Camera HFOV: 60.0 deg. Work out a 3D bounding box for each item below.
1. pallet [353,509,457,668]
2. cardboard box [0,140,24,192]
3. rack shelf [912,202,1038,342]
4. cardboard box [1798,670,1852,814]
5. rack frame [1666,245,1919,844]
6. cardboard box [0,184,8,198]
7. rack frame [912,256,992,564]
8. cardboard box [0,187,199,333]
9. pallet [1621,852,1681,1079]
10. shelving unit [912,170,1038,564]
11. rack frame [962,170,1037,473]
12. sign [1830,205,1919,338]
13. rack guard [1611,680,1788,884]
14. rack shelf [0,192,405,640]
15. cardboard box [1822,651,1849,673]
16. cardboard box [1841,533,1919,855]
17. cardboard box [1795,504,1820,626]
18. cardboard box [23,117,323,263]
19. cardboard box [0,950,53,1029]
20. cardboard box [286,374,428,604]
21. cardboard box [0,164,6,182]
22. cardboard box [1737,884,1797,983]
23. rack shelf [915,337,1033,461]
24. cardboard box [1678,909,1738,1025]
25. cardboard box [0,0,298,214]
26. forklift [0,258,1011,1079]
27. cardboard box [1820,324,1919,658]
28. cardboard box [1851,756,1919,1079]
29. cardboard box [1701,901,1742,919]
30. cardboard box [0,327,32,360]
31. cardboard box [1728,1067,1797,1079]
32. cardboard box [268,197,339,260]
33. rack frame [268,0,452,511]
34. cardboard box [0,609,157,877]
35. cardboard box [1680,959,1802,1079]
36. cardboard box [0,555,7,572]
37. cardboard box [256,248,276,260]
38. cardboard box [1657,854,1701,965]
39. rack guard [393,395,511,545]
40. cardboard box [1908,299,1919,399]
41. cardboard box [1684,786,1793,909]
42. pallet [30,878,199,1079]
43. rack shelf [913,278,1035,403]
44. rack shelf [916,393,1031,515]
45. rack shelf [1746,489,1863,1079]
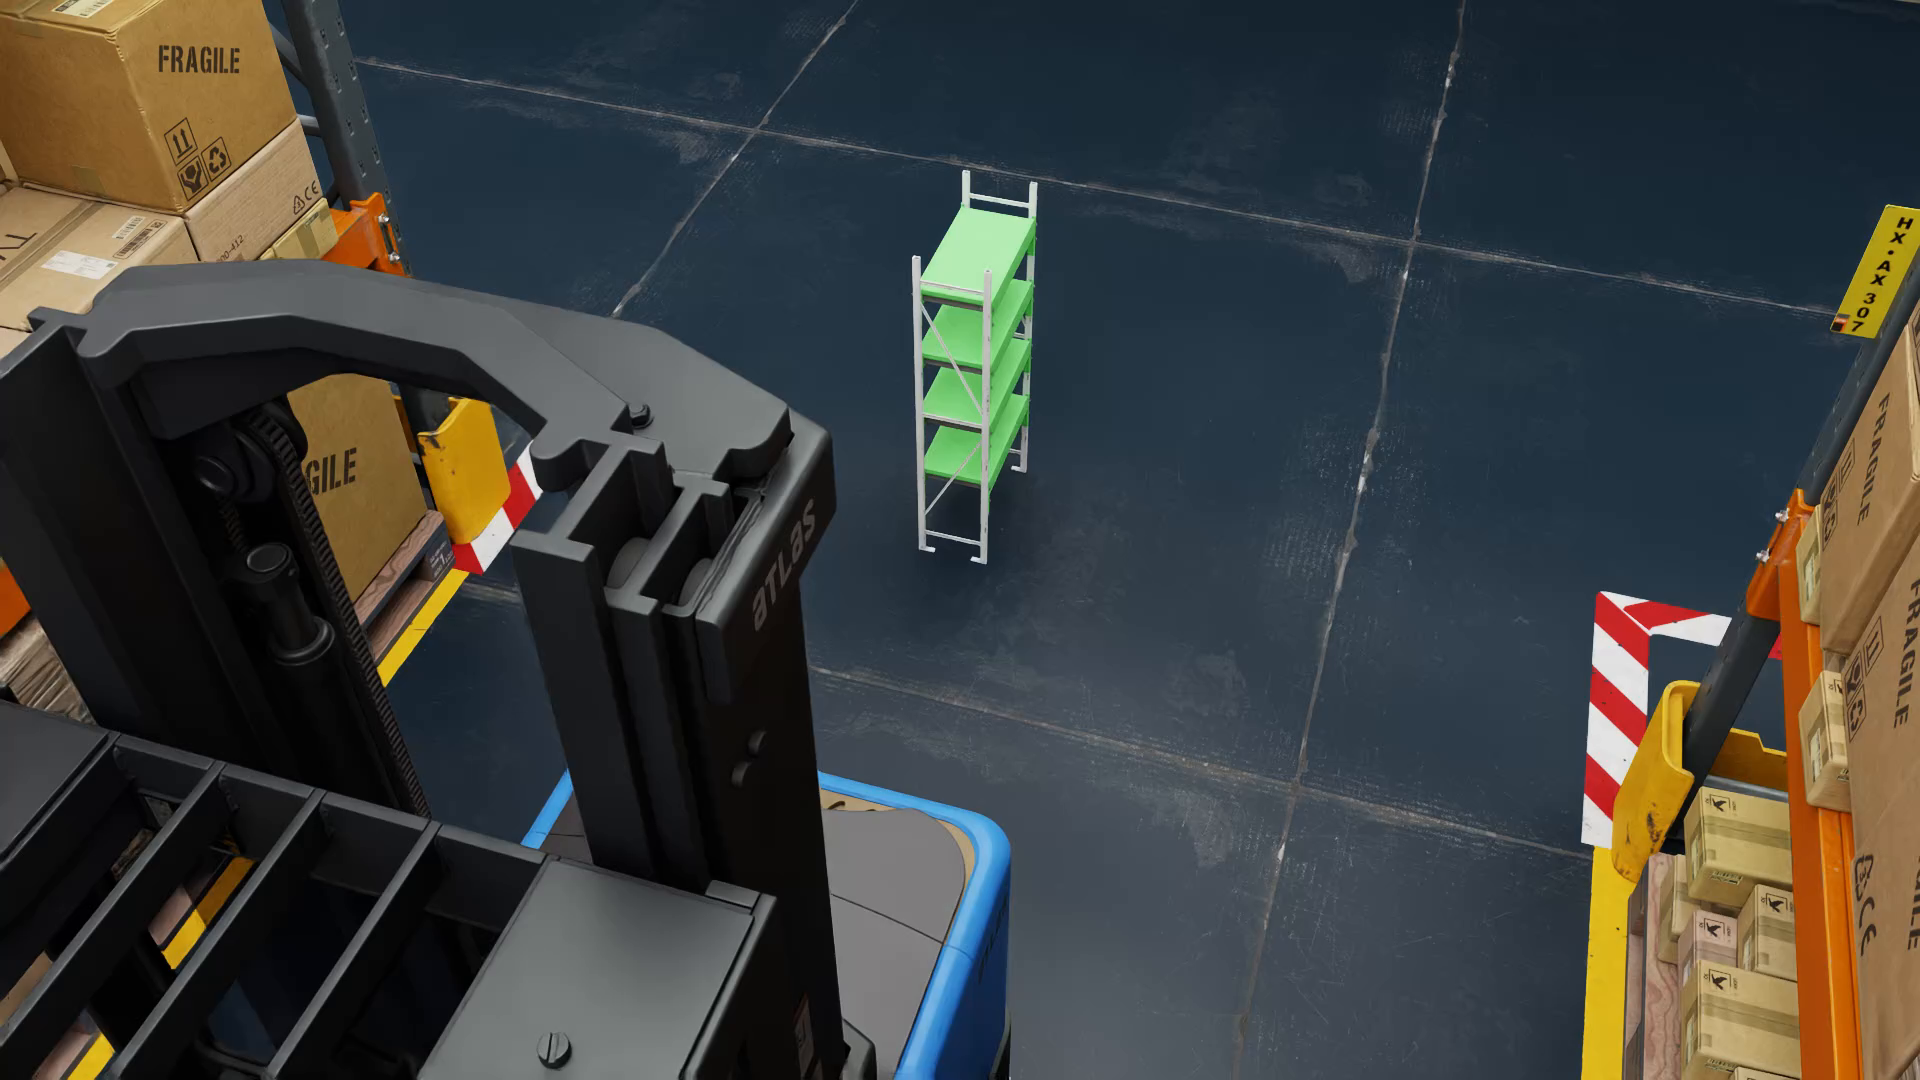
[{"bbox_3d":[-2.367,0.281,5.312,1.003,0.211,1.213,13,46,13],"label":"pallet"},{"bbox_3d":[-2.602,-1.055,4.578,0.500,0.250,0.500,11,46,11],"label":"cardboard box"},{"bbox_3d":[0.050,-0.837,5.152,0.258,0.148,0.480,13,46,12],"label":"rack shelf"},{"bbox_3d":[1.917,0.435,3.340,0.380,0.149,0.250,11,46,11],"label":"cardboard box"},{"bbox_3d":[2.497,-0.148,3.756,1.000,3.000,0.127,13,46,13],"label":"rack frame"},{"bbox_3d":[-2.753,-0.708,4.223,0.500,0.250,0.500,12,46,12],"label":"cardboard box"},{"bbox_3d":[-0.024,-0.377,5.277,0.240,1.200,0.015,13,46,12],"label":"rack frame"},{"bbox_3d":[-2.247,-0.601,4.114,0.500,0.250,0.500,12,46,12],"label":"cardboard box"},{"bbox_3d":[2.195,1.434,4.134,1.003,0.211,1.213,13,46,13],"label":"pallet"},{"bbox_3d":[0.050,-0.539,5.443,0.258,1.200,0.503,13,46,12],"label":"shelving unit"},{"bbox_3d":[0.124,-0.702,5.609,0.240,1.200,0.015,13,46,12],"label":"rack frame"},{"bbox_3d":[1.980,-0.572,3.571,0.100,0.325,0.005,13,46,13],"label":"sign"},{"bbox_3d":[2.474,0.796,4.579,1.175,0.500,0.348,13,46,13],"label":"rack guard"},{"bbox_3d":[-2.805,0.325,3.788,1.077,0.370,4.000,13,46,13],"label":"rack shelf"},{"bbox_3d":[2.049,0.267,3.512,0.380,0.149,0.250,14,46,14],"label":"cardboard box"},{"bbox_3d":[1.960,0.313,3.001,0.500,0.500,0.500,13,46,13],"label":"cardboard box"},{"bbox_3d":[2.087,0.089,3.694,0.380,0.149,0.250,12,46,12],"label":"cardboard box"},{"bbox_3d":[-2.093,-0.939,4.459,0.500,0.250,0.500,12,46,12],"label":"cardboard box"},{"bbox_3d":[-2.862,0.987,3.815,0.875,0.875,0.875,13,46,13],"label":"cardboard box"},{"bbox_3d":[-2.317,-0.213,5.042,0.875,0.875,0.875,13,46,13],"label":"cardboard box"},{"bbox_3d":[-2.753,-0.990,3.976,0.500,0.500,0.500,12,46,12],"label":"cardboard box"},{"bbox_3d":[2.046,0.995,3.901,0.380,0.149,0.250,13,46,13],"label":"cardboard box"},{"bbox_3d":[0.050,-0.494,5.488,0.258,0.148,0.480,13,46,12],"label":"rack shelf"},{"bbox_3d":[1.957,1.080,4.027,0.380,0.149,0.250,12,46,12],"label":"cardboard box"},{"bbox_3d":[-2.096,-1.206,4.196,0.500,0.500,0.500,13,46,13],"label":"cardboard box"},{"bbox_3d":[-0.805,1.209,2.419,1.130,2.935,3.031,13,46,12],"label":"forklift"},{"bbox_3d":[2.098,-0.049,3.371,0.500,0.500,0.500,15,46,14],"label":"cardboard box"},{"bbox_3d":[1.800,0.637,2.670,0.500,0.500,0.500,13,46,13],"label":"cardboard box"},{"bbox_3d":[2.094,0.910,4.201,0.380,0.149,0.250,14,46,14],"label":"cardboard box"},{"bbox_3d":[-2.401,-0.262,3.767,0.500,0.250,0.500,11,45,11],"label":"cardboard box"},{"bbox_3d":[1.851,1.319,3.570,0.380,0.149,0.250,10,45,11],"label":"cardboard box"},{"bbox_3d":[-1.993,-0.869,4.673,0.380,0.149,0.250,13,46,13],"label":"cardboard box"},{"bbox_3d":[-2.199,-1.266,4.899,1.000,3.000,0.127,13,46,13],"label":"rack frame"},{"bbox_3d":[-2.592,0.394,4.422,0.875,0.875,0.875,13,46,13],"label":"cardboard box"},{"bbox_3d":[1.848,1.136,3.757,0.380,0.149,0.250,12,46,12],"label":"cardboard box"},{"bbox_3d":[-2.379,-0.015,3.800,0.380,0.149,0.250,13,46,13],"label":"cardboard box"},{"bbox_3d":[-2.070,-0.695,4.495,0.380,0.149,0.250,13,46,13],"label":"cardboard box"},{"bbox_3d":[2.034,1.003,4.319,0.380,0.149,0.250,13,46,13],"label":"cardboard box"},{"bbox_3d":[-2.192,-0.388,5.789,1.175,0.500,0.348,13,46,13],"label":"rack guard"},{"bbox_3d":[2.108,-0.404,3.019,0.500,0.500,0.500,12,46,12],"label":"cardboard box"},{"bbox_3d":[2.015,0.786,4.115,0.380,0.149,0.250,11,45,11],"label":"cardboard box"},{"bbox_3d":[-2.738,1.091,4.484,1.003,0.211,1.213,13,46,12],"label":"pallet"},{"bbox_3d":[0.050,-0.665,5.320,0.258,0.148,0.480,13,46,12],"label":"rack shelf"},{"bbox_3d":[0.050,-0.322,5.656,0.258,0.148,0.480,13,46,12],"label":"rack shelf"},{"bbox_3d":[1.892,1.443,2.645,1.077,0.370,4.000,13,46,13],"label":"rack shelf"}]
